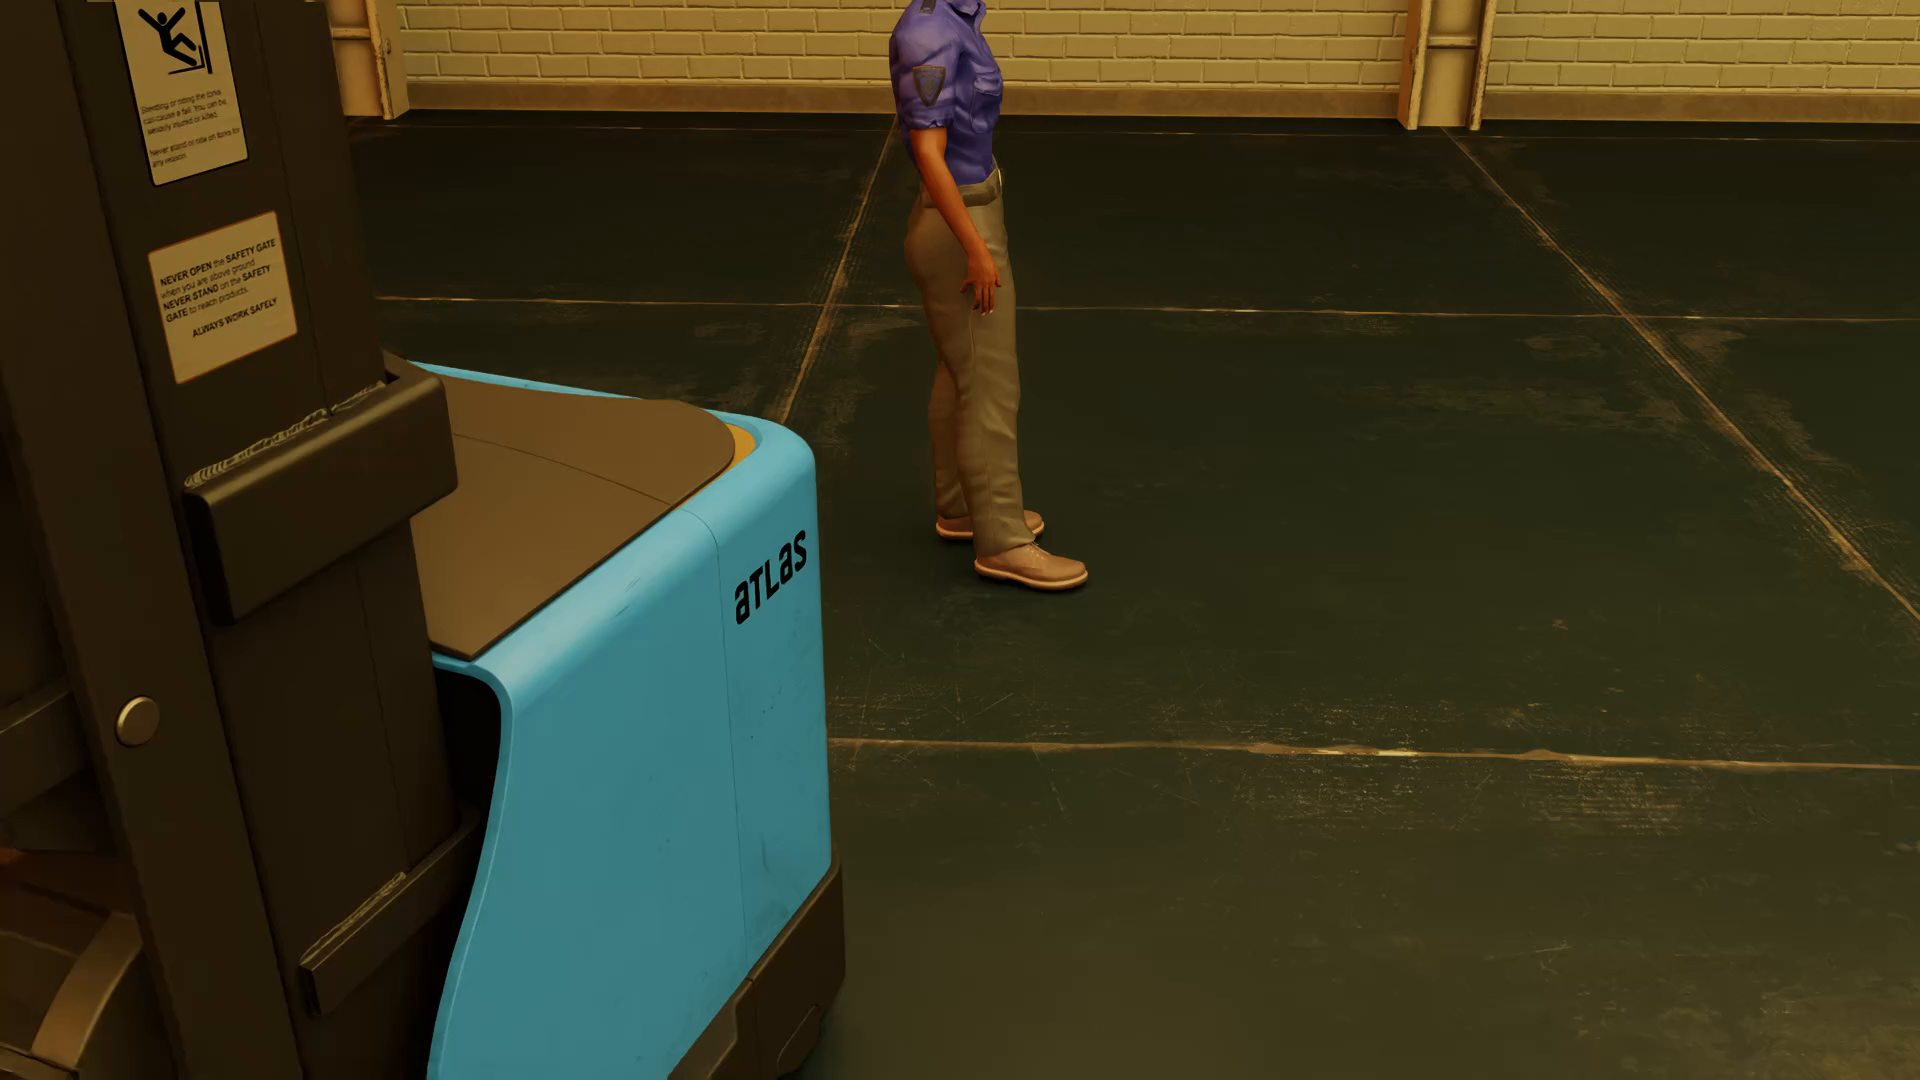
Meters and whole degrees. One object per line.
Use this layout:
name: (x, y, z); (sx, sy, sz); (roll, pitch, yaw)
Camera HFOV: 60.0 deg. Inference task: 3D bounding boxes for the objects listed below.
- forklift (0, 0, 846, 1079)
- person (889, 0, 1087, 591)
forklift: (-1.228, -0.002, 1.212); (1.130, 2.935, 3.031); (10, 28, 20)
person: (0.086, -0.738, 4.131); (0.504, 1.654, 0.569); (1, 26, 2)
